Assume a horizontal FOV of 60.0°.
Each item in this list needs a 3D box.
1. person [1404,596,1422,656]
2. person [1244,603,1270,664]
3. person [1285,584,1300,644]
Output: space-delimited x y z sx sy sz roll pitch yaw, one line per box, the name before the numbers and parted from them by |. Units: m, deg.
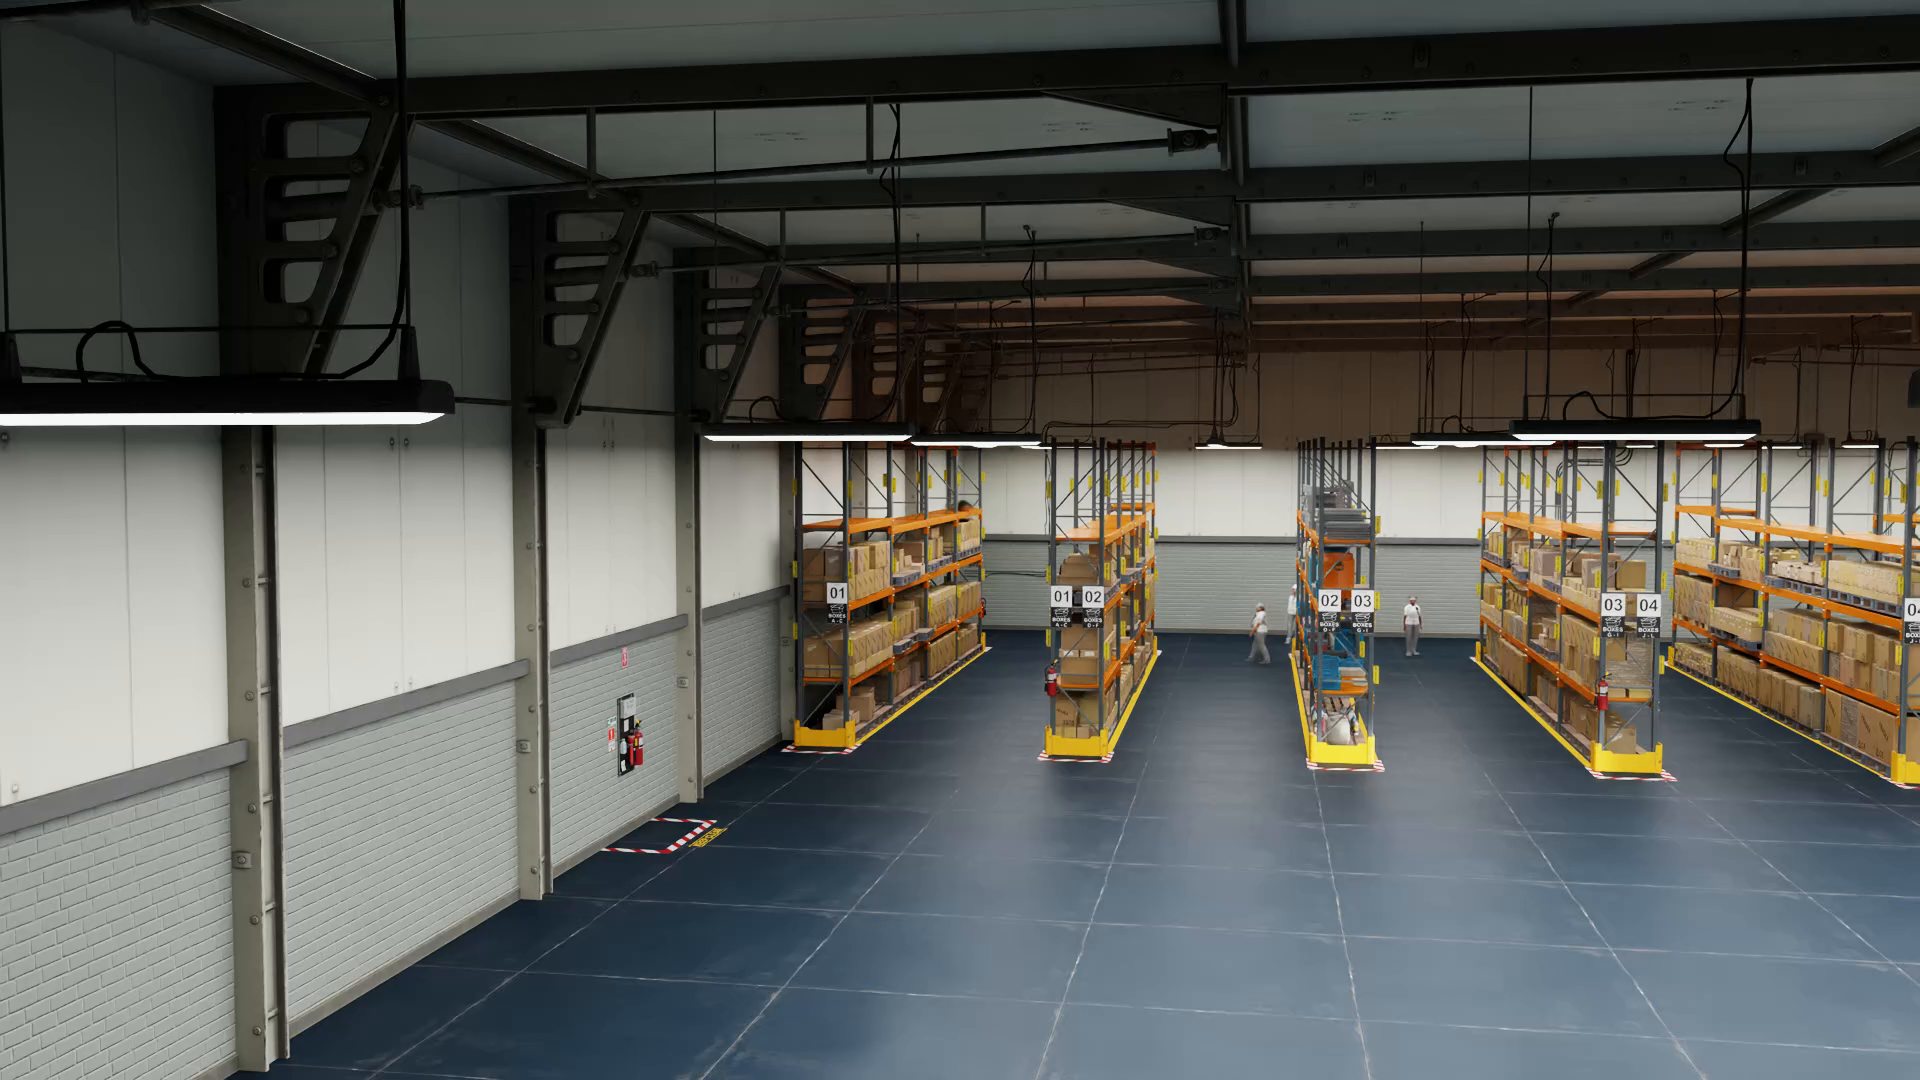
person | 12.761 2.403 46.865 0.498 1.701 0.376 0 3 0
person | 8.015 2.512 44.988 0.862 1.626 0.587 2 4 32
person | 10.005 2.214 49.615 0.537 1.773 0.508 1 3 22
